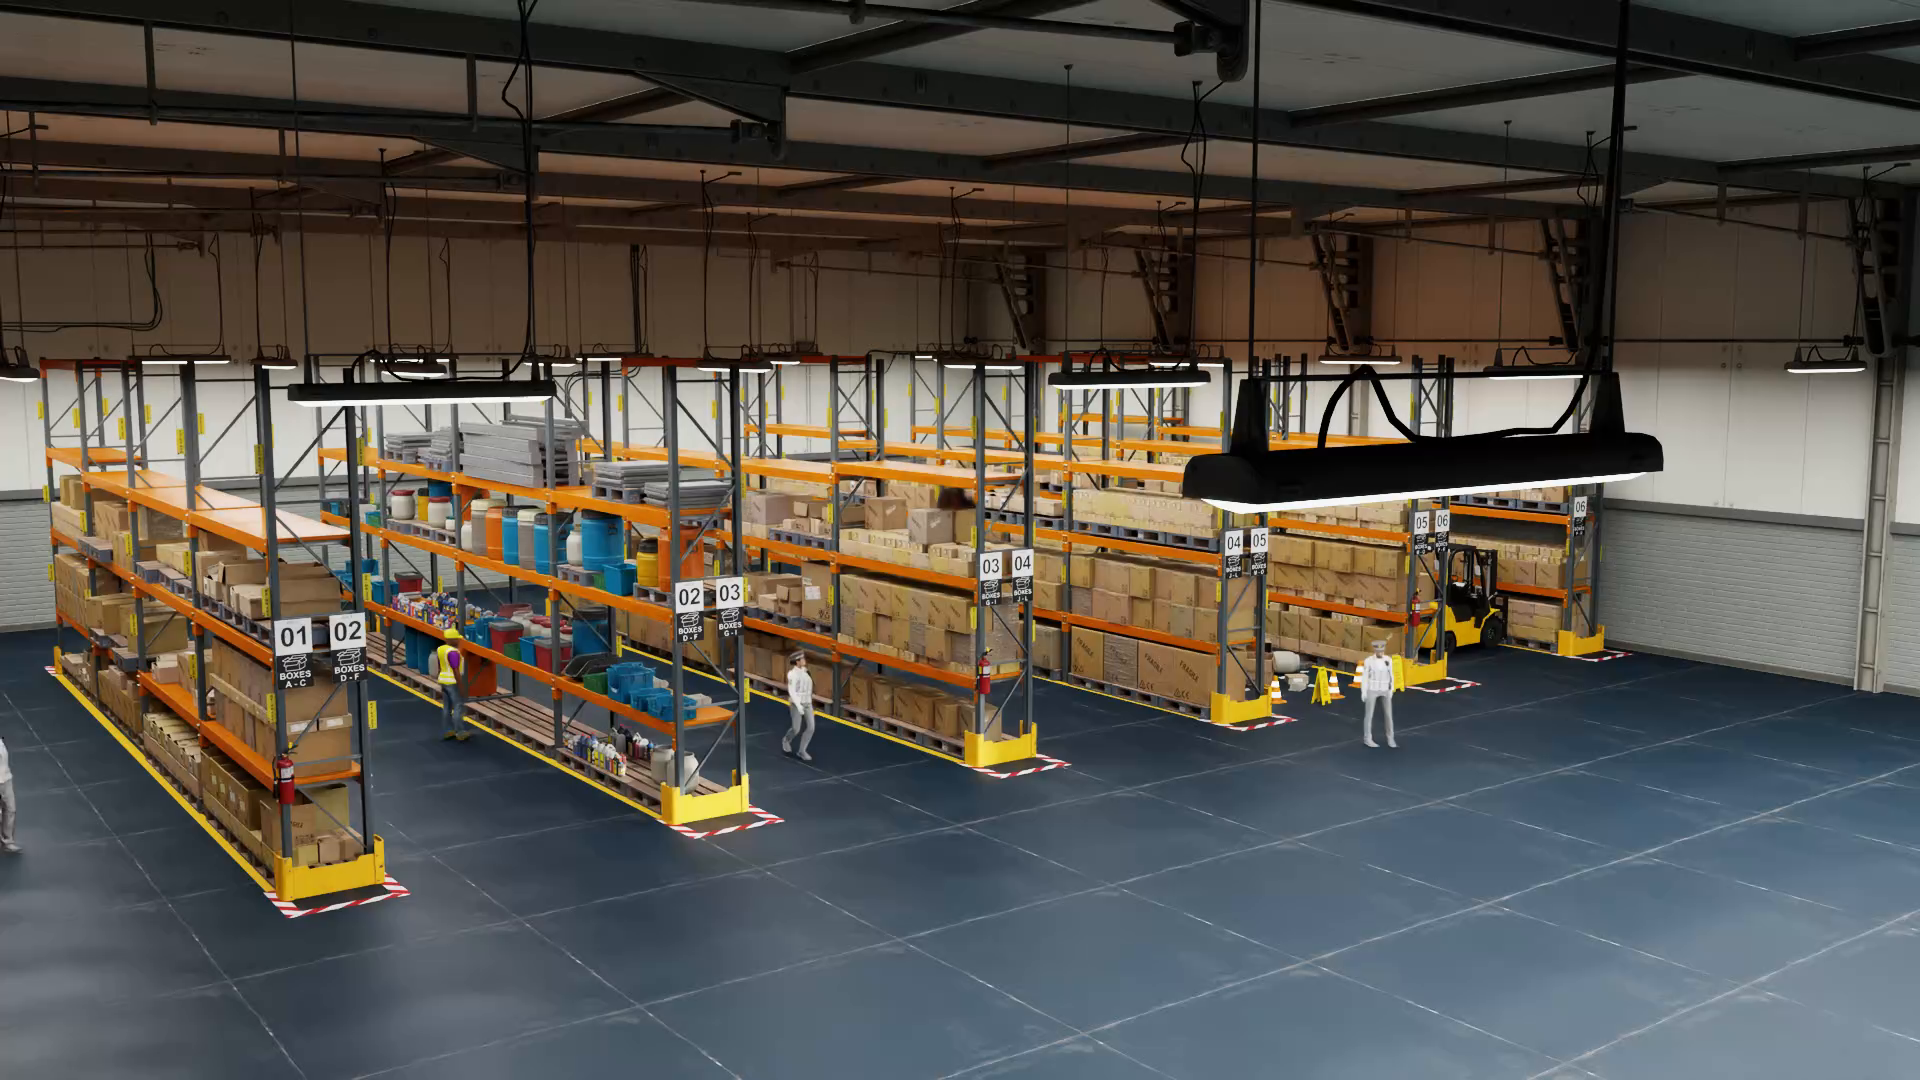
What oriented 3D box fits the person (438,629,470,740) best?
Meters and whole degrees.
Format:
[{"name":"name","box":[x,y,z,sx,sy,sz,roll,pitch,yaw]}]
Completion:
[{"name":"person","box":[-8.028,2.278,26.401,0.418,1.769,0.633,-6,9,-42]}]

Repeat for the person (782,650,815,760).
[{"name":"person","box":[-2.439,2.494,25.339,0.614,1.671,0.584,5,9,38]}]

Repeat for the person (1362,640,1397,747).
[{"name":"person","box":[6.557,2.389,25.990,0.545,1.668,0.380,0,7,3]}]

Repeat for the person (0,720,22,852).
[{"name":"person","box":[-12.045,3.003,20.620,0.926,1.728,0.516,5,9,38]}]
